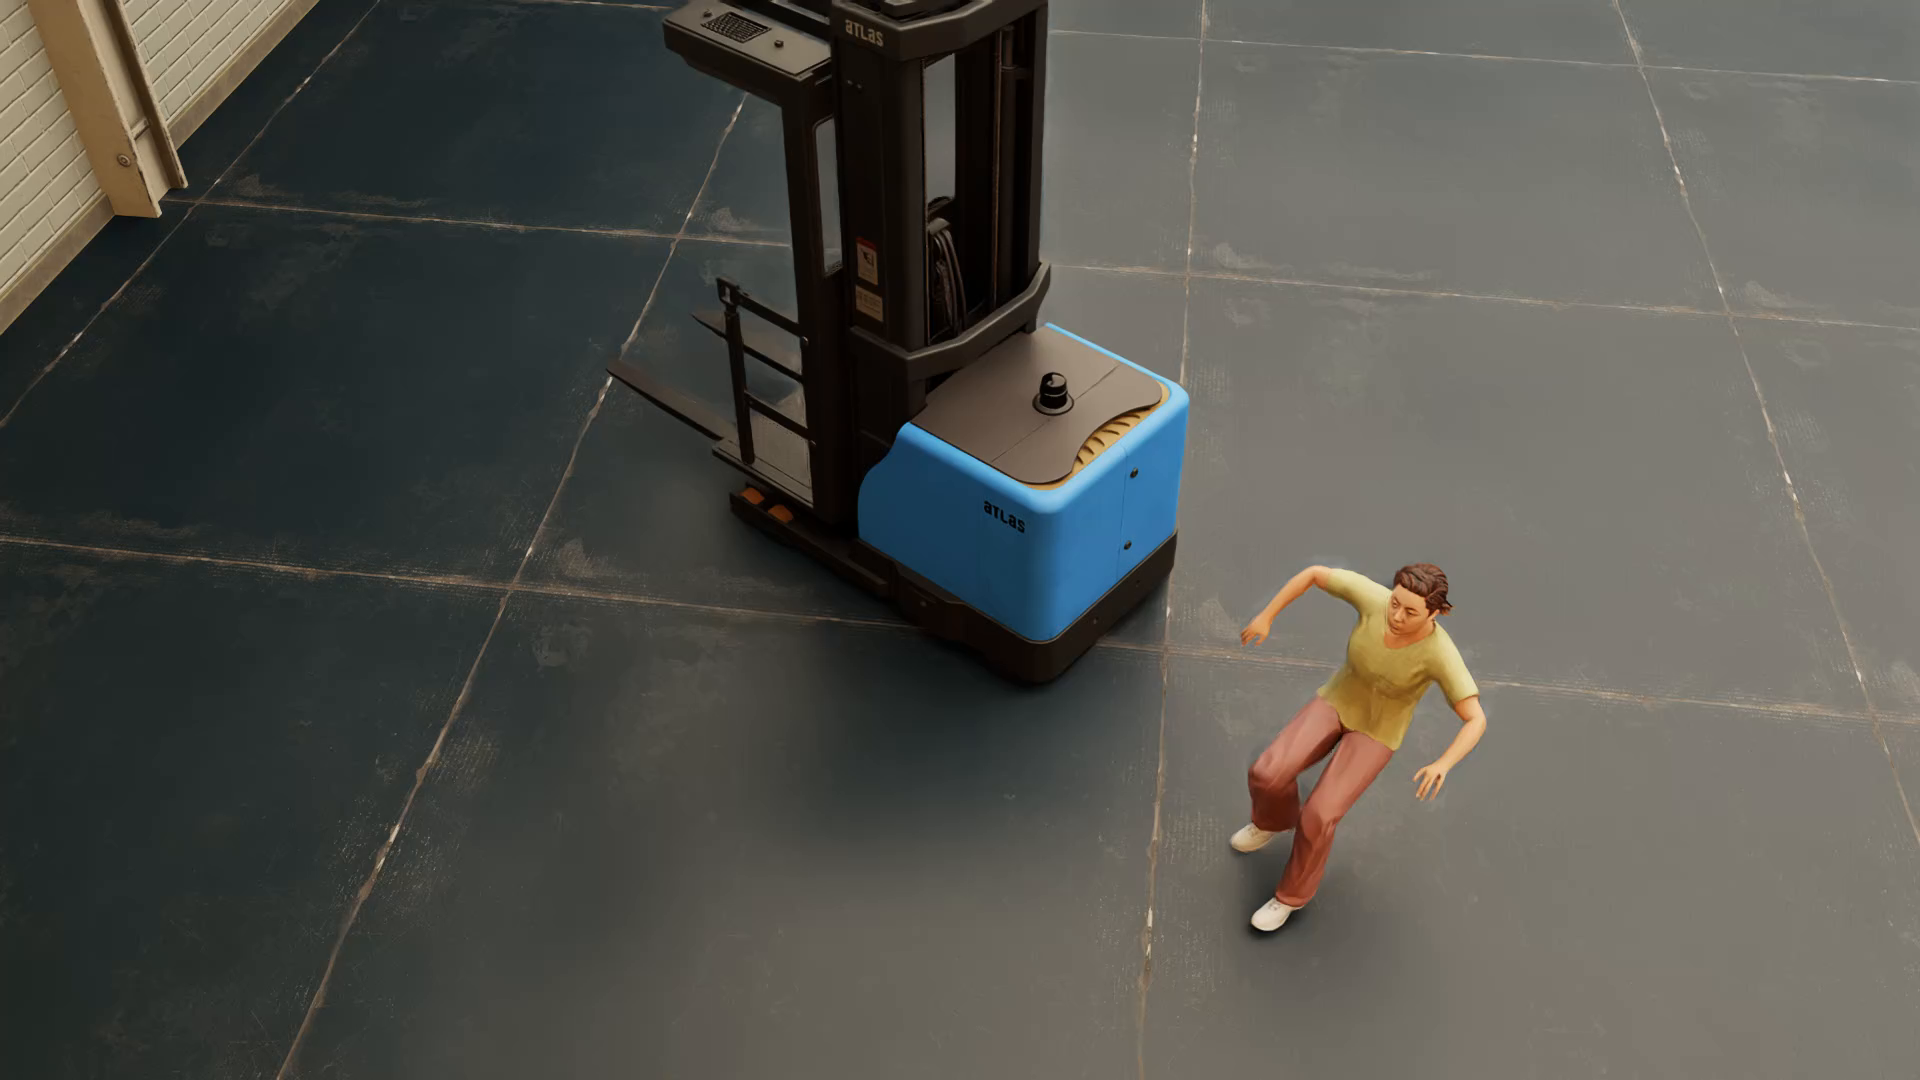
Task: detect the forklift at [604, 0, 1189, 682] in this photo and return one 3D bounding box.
[{"bbox_3d":[-0.466,-1.322,7.163,3.031,2.935,1.130,30,50,29],"label":"forklift"}]

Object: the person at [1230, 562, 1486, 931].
[{"bbox_3d":[1.348,0.726,6.035,0.963,1.439,0.843,29,50,28],"label":"person"}]
